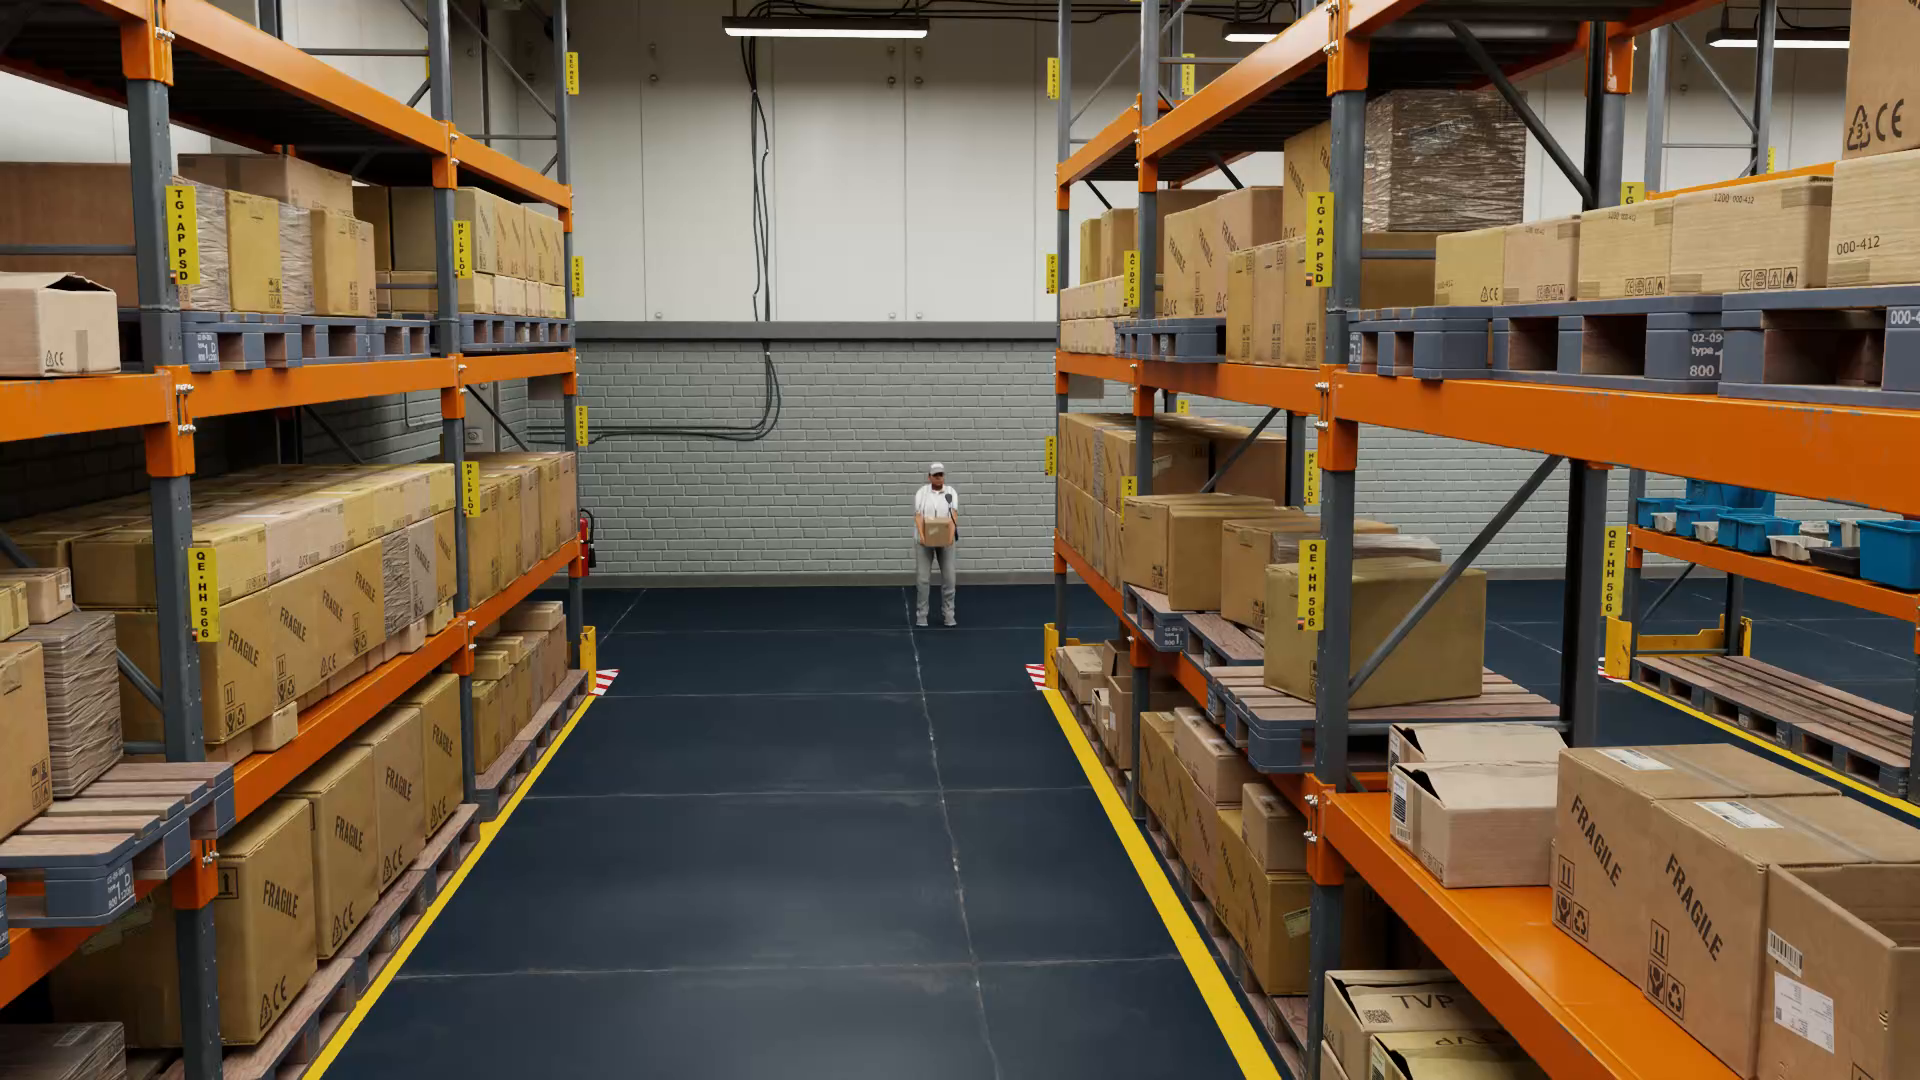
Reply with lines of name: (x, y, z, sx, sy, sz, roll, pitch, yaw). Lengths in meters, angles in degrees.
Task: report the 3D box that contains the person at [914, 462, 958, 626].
person: (-0.237, 0.047, 16.897, 0.452, 1.662, 0.539, 0, 7, -4)
